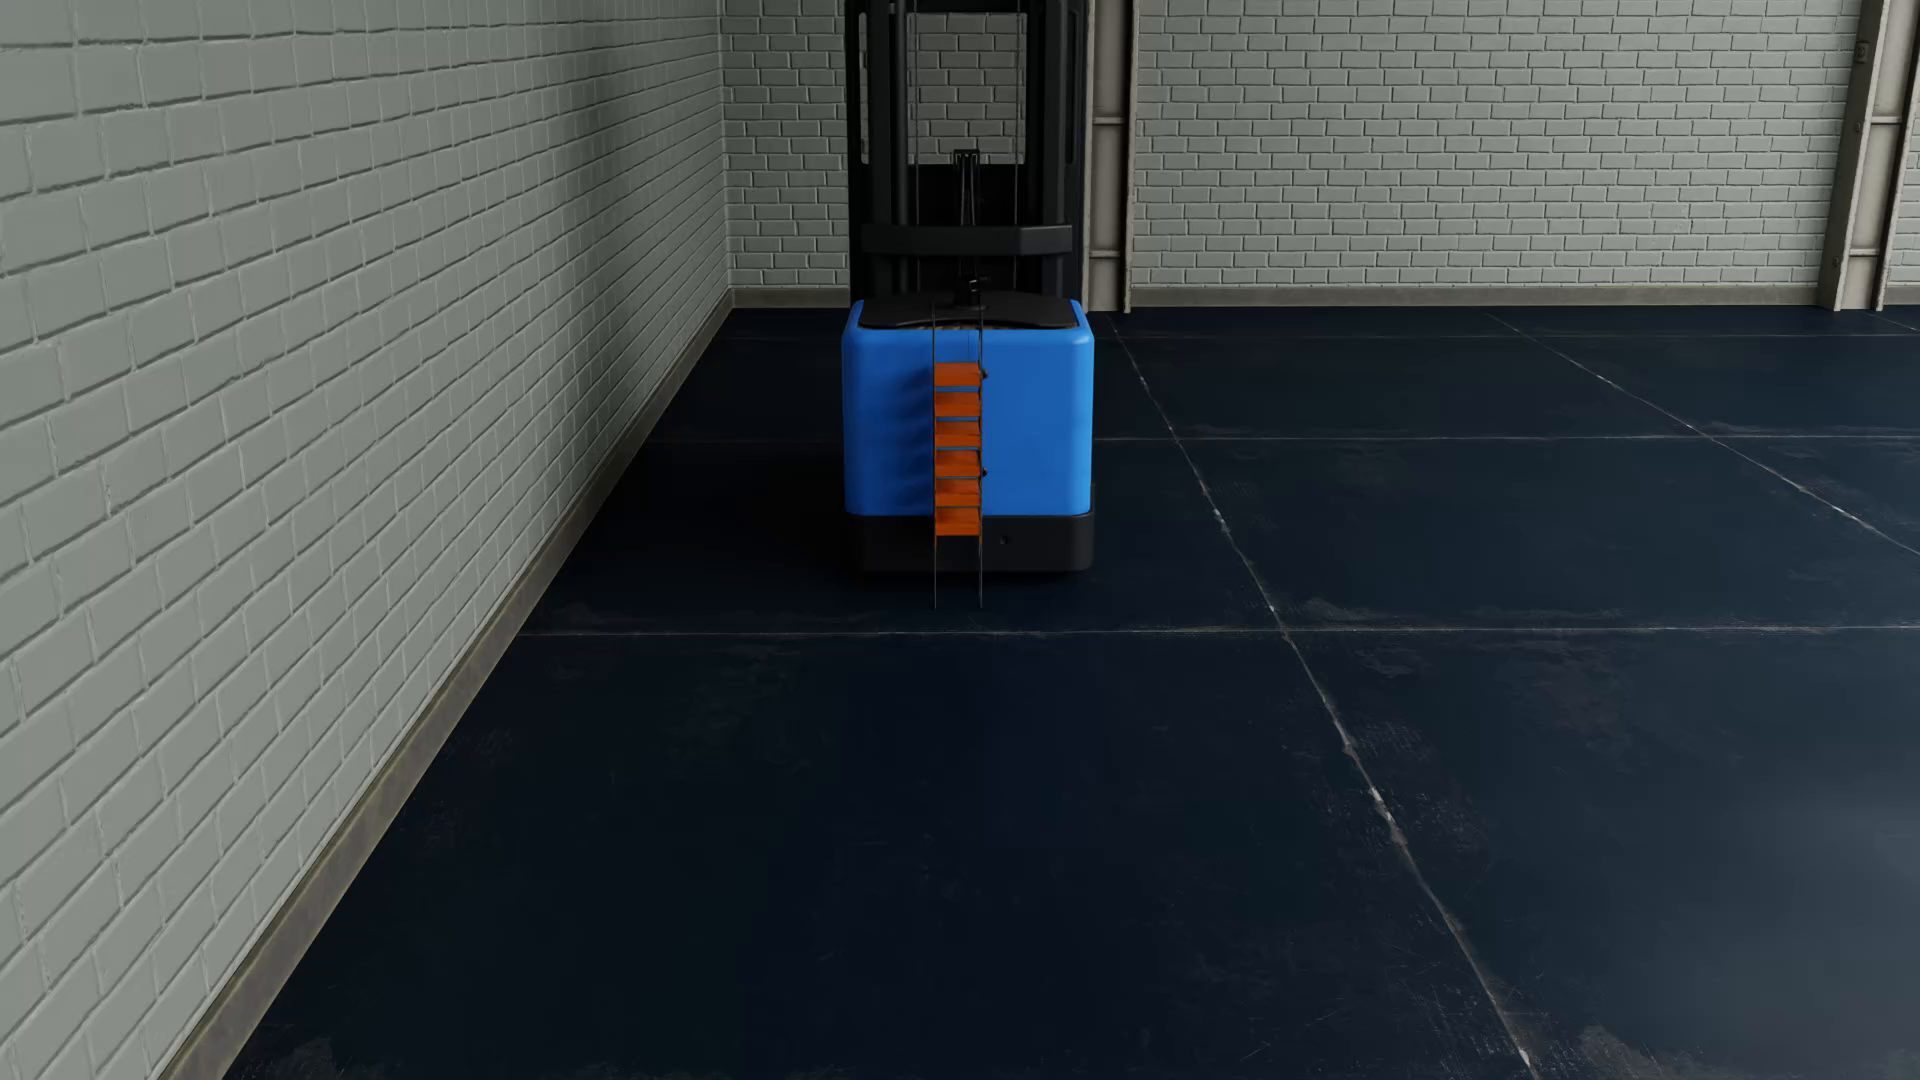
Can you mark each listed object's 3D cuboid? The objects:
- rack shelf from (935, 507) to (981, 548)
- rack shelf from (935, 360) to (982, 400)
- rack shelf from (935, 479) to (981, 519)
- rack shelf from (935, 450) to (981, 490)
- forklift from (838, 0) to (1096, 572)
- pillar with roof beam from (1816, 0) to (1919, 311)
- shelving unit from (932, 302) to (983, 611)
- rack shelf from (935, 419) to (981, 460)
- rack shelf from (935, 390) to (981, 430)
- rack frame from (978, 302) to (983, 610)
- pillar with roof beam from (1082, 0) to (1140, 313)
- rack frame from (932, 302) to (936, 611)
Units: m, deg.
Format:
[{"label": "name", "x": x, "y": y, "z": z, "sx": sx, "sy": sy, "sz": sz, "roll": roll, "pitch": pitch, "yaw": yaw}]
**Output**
[{"label": "rack shelf", "x": -0.011, "y": -0.055, "z": 6.686, "sx": 0.180, "sy": 0.103, "sz": 0.258, "roll": 0, "pitch": 18, "yaw": -2}, {"label": "rack shelf", "x": -0.011, "y": -0.626, "z": 6.503, "sx": 0.180, "sy": 0.103, "sz": 0.258, "roll": 0, "pitch": 18, "yaw": -2}, {"label": "rack shelf", "x": -0.011, "y": -0.169, "z": 6.650, "sx": 0.180, "sy": 0.103, "sz": 0.258, "roll": 0, "pitch": 18, "yaw": -2}, {"label": "rack shelf", "x": -0.011, "y": -0.284, "z": 6.613, "sx": 0.180, "sy": 0.103, "sz": 0.258, "roll": 0, "pitch": 18, "yaw": -2}, {"label": "forklift", "x": 0.027, "y": -1.657, "z": 7.915, "sx": 1.130, "sy": 2.935, "sz": 3.031, "roll": 0, "pitch": 18, "yaw": 0}, {"label": "pillar with roof beam", "x": 7.214, "y": -4.842, "z": 7.909, "sx": 0.400, "sy": 9.000, "sz": 9.100, "roll": 0, "pitch": 18, "yaw": -1}, {"label": "shelving unit", "x": -0.011, "y": -0.326, "z": 6.599, "sx": 0.189, "sy": 1.200, "sz": 0.258, "roll": 0, "pitch": 18, "yaw": -2}, {"label": "rack shelf", "x": -0.011, "y": -0.398, "z": 6.576, "sx": 0.180, "sy": 0.103, "sz": 0.258, "roll": 0, "pitch": 18, "yaw": -2}, {"label": "rack shelf", "x": -0.011, "y": -0.512, "z": 6.540, "sx": 0.180, "sy": 0.103, "sz": 0.258, "roll": 0, "pitch": 18, "yaw": -2}, {"label": "rack frame", "x": 0.080, "y": -0.327, "z": 6.602, "sx": 0.006, "sy": 1.200, "sz": 0.240, "roll": 0, "pitch": 18, "yaw": -2}, {"label": "pillar with roof beam", "x": 1.215, "y": -4.813, "z": 7.818, "sx": 0.400, "sy": 9.000, "sz": 9.100, "roll": 0, "pitch": 18, "yaw": -1}, {"label": "rack frame", "x": -0.102, "y": -0.325, "z": 6.597, "sx": 0.006, "sy": 1.200, "sz": 0.240, "roll": 0, "pitch": 18, "yaw": -2}]
